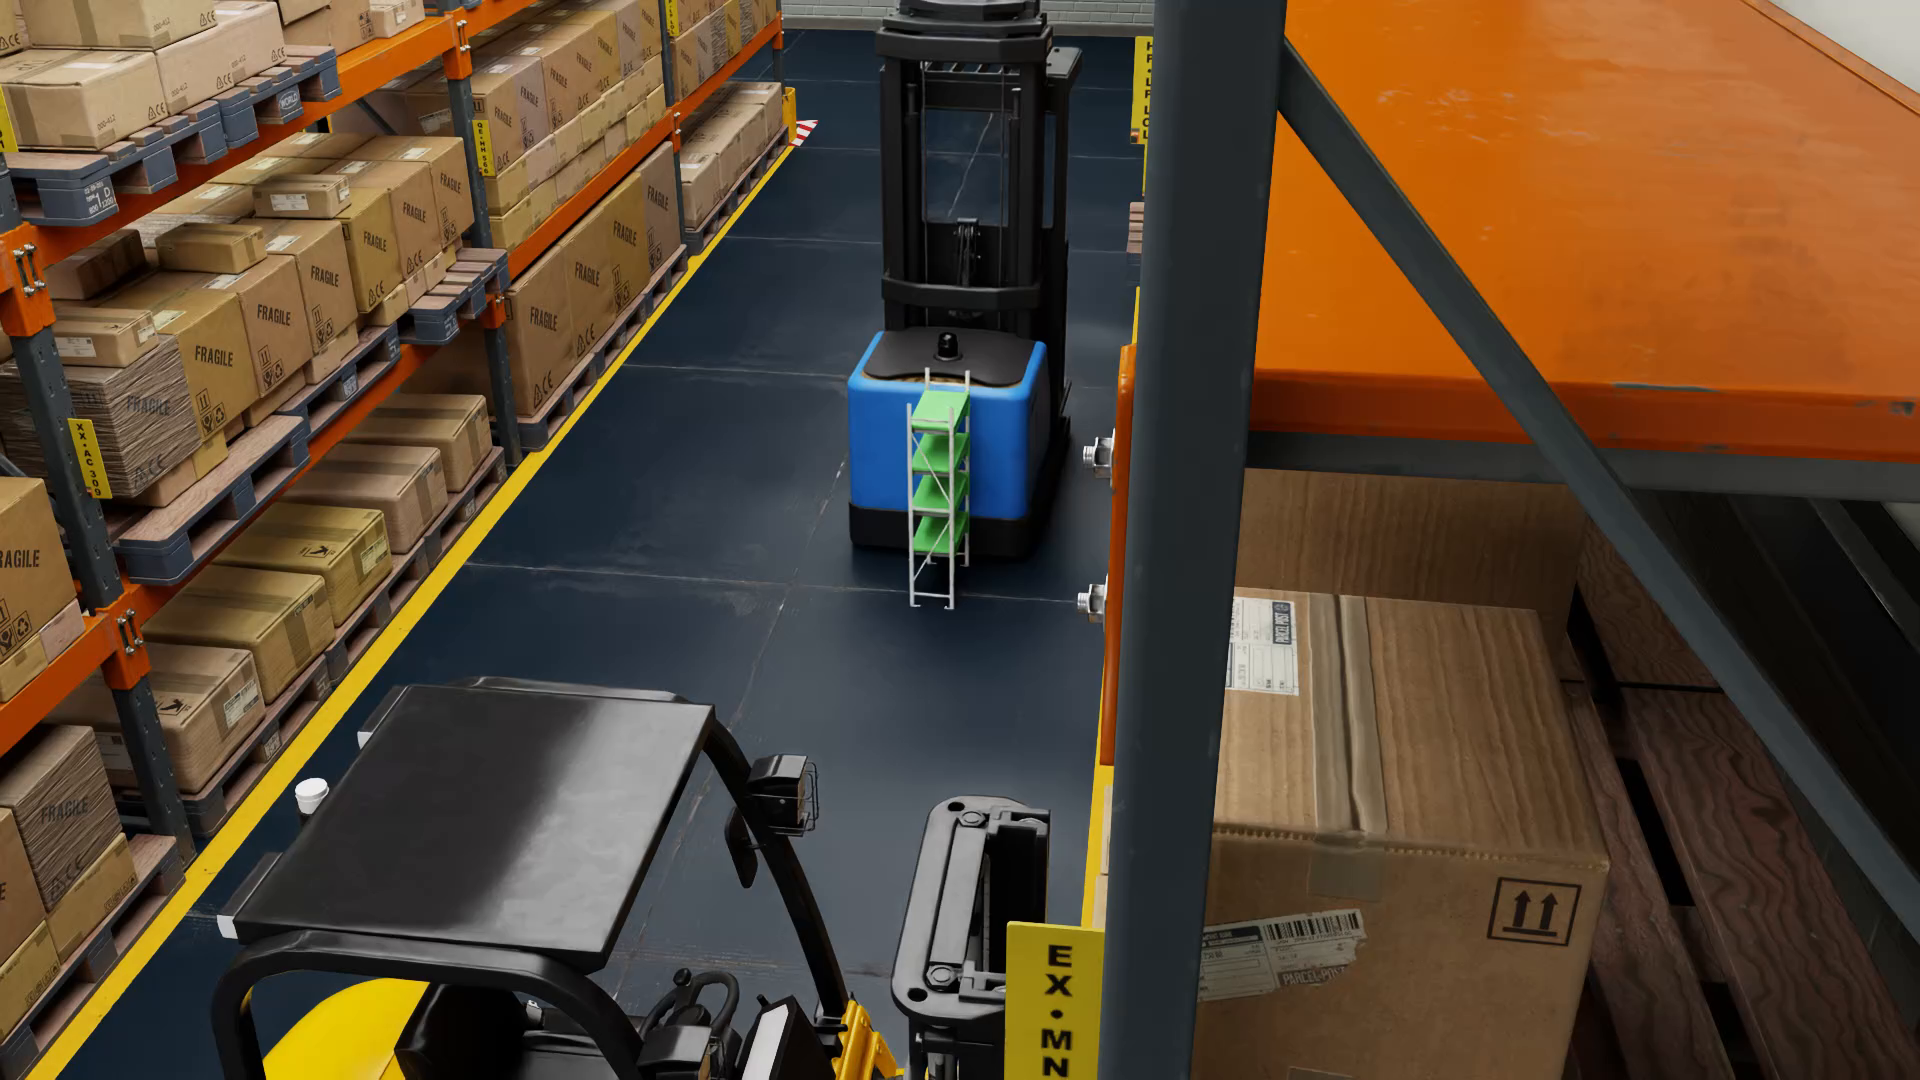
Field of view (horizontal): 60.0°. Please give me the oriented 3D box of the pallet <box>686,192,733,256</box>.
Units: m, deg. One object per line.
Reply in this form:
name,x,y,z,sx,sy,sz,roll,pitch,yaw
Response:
pallet,-2.655,-2.842,14.802,1.003,0.211,1.213,3,28,6

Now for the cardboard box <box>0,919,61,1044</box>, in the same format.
cardboard box,-3.667,1.621,6.036,0.500,0.250,0.500,3,28,5

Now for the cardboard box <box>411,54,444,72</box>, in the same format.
cardboard box,-3.457,-2.818,10.658,0.500,0.500,0.500,4,29,7

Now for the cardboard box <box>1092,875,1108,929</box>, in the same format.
cardboard box,0.677,1.372,5.444,0.500,0.250,0.500,3,28,6

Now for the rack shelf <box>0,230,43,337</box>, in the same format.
rack shelf,-4.051,-0.013,4.207,1.077,0.370,4.000,3,28,6

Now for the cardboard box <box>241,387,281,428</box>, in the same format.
cardboard box,-3.353,-0.640,7.597,0.380,0.149,0.250,4,29,7

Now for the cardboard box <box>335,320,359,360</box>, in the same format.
cardboard box,-3.234,-1.005,8.276,0.380,0.149,0.250,2,28,5

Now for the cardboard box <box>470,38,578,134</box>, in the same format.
cardboard box,-2.883,-3.012,11.018,0.500,0.500,0.500,4,29,8

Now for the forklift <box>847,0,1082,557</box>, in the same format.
forklift,0.124,-1.871,10.133,1.130,2.935,3.031,5,29,9

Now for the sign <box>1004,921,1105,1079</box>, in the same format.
sign,0.094,0.506,1.636,0.100,0.325,0.005,3,28,6

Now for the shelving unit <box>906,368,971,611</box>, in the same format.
shelving unit,-0.110,-0.271,8.989,0.258,1.200,0.503,5,29,9

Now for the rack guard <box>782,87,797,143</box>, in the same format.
rack guard,-2.333,-4.510,17.594,1.175,0.500,0.348,3,28,6

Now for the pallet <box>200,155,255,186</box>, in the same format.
pallet,-7.557,-3.622,16.251,1.003,0.211,1.213,3,28,6

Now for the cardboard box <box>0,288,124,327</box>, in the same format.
cardboard box,-3.918,-0.774,7.163,0.500,0.500,0.500,4,29,6

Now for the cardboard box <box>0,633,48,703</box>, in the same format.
cardboard box,-3.567,0.447,6.022,0.380,0.149,0.250,4,29,7

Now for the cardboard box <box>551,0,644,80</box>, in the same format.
cardboard box,-2.687,-3.731,12.354,0.500,0.500,0.500,4,29,7

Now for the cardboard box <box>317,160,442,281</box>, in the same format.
cardboard box,-3.148,-1.719,8.916,0.500,0.500,0.500,3,28,5

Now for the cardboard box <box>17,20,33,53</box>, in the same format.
cardboard box,-3.811,-1.911,6.687,0.500,0.250,0.500,4,29,7

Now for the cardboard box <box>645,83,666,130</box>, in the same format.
cardboard box,-2.630,-3.424,13.101,0.500,0.250,0.500,3,28,5

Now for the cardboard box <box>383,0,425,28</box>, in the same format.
cardboard box,-3.146,-2.883,9.040,0.380,0.149,0.250,3,28,6

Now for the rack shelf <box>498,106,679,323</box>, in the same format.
rack shelf,-3.071,-2.458,11.908,1.077,0.370,4.000,3,28,6

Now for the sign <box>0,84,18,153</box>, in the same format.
sign,-3.266,-1.470,5.609,0.100,0.325,0.005,3,28,6

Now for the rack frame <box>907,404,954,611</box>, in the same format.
rack frame,-0.152,-0.157,8.777,0.240,1.200,0.015,5,29,9

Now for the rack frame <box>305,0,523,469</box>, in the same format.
rack frame,-3.316,-1.833,9.990,1.000,3.000,0.127,3,28,6

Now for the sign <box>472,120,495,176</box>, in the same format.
sign,-2.776,-2.281,9.684,0.100,0.325,0.005,3,28,6

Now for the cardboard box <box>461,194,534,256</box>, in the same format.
cardboard box,-3.006,-1.983,10.426,0.500,0.250,0.500,3,28,5

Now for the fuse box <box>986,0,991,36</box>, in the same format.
fuse box,0.399,-7.496,21.861,0.539,1.711,0.414,3,28,6

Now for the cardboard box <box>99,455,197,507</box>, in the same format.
cardboard box,-3.425,-0.266,6.904,0.380,0.149,0.250,4,29,7

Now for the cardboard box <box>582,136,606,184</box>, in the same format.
cardboard box,-2.834,-2.705,11.766,0.500,0.250,0.500,3,28,6

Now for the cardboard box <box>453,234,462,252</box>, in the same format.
cardboard box,-3.122,-1.739,9.638,0.380,0.149,0.250,4,29,8

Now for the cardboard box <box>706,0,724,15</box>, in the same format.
cardboard box,-2.385,-4.888,14.501,0.500,0.500,0.500,4,29,7

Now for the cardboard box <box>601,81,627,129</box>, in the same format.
cardboard box,-2.750,-3.168,12.100,0.500,0.250,0.500,4,29,7

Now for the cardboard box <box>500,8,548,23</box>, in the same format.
cardboard box,-3.264,-3.533,11.985,0.500,0.500,0.500,3,28,5

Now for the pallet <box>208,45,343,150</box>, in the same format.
pallet,-3.501,-1.961,7.262,1.213,0.211,1.003,3,28,6

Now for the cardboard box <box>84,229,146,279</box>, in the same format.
cardboard box,-3.892,-1.282,7.421,0.380,0.149,0.250,2,28,4

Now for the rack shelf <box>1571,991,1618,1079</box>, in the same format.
rack shelf,0.876,0.274,3.674,1.077,0.370,4.000,3,28,6

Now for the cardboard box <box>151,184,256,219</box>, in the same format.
cardboard box,-3.716,-1.498,8.507,0.500,0.500,0.500,4,29,7

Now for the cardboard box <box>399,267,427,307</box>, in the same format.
cardboard box,-3.109,-1.370,8.952,0.380,0.149,0.250,2,28,4

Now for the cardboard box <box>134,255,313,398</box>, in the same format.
cardboard box,-3.329,-0.982,7.548,0.500,0.500,0.500,3,28,6

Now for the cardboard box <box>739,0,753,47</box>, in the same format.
cardboard box,-2.262,-4.922,15.619,0.500,0.500,0.500,4,29,8

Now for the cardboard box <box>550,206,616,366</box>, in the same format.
cardboard box,-3.035,-1.822,11.768,0.875,0.875,0.875,4,29,7

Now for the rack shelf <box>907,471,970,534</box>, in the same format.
rack shelf,-0.110,-0.215,9.019,0.258,0.148,0.480,5,29,9

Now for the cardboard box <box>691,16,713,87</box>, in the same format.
cardboard box,-2.443,-4.202,14.282,0.500,0.500,0.500,4,29,7

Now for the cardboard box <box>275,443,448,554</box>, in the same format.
cardboard box,-3.477,-0.248,9.375,0.950,0.372,0.625,3,28,5

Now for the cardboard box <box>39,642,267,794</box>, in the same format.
cardboard box,-3.744,0.775,7.477,0.950,0.372,0.625,4,29,7

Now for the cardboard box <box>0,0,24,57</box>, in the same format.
cardboard box,-3.861,-1.890,6.121,0.500,0.250,0.500,4,29,7

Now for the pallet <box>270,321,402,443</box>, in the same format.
pallet,-3.518,-0.814,8.301,1.003,0.211,1.213,3,28,6

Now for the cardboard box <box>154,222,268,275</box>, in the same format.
cardboard box,-3.366,-1.314,7.480,0.380,0.149,0.250,5,29,9

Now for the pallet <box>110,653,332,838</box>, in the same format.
pallet,-3.712,0.911,7.837,1.003,0.211,1.213,3,28,6

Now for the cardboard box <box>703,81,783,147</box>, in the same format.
cardboard box,-2.317,-4.339,16.900,0.875,0.438,0.875,2,28,4

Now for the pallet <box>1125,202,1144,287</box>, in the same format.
pallet,1.624,-1.785,10.103,1.213,0.211,1.003,3,28,6

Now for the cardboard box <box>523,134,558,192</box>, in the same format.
cardboard box,-2.944,-2.455,10.774,0.500,0.250,0.500,4,29,7

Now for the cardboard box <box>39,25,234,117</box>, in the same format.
cardboard box,-3.275,-1.880,6.630,0.500,0.250,0.500,3,28,6

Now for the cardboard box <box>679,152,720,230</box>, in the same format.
cardboard box,-2.642,-3.062,14.530,0.875,0.438,0.875,3,28,5

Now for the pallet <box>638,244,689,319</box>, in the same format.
pallet,-2.845,-2.121,13.464,1.003,0.211,1.213,3,28,6
